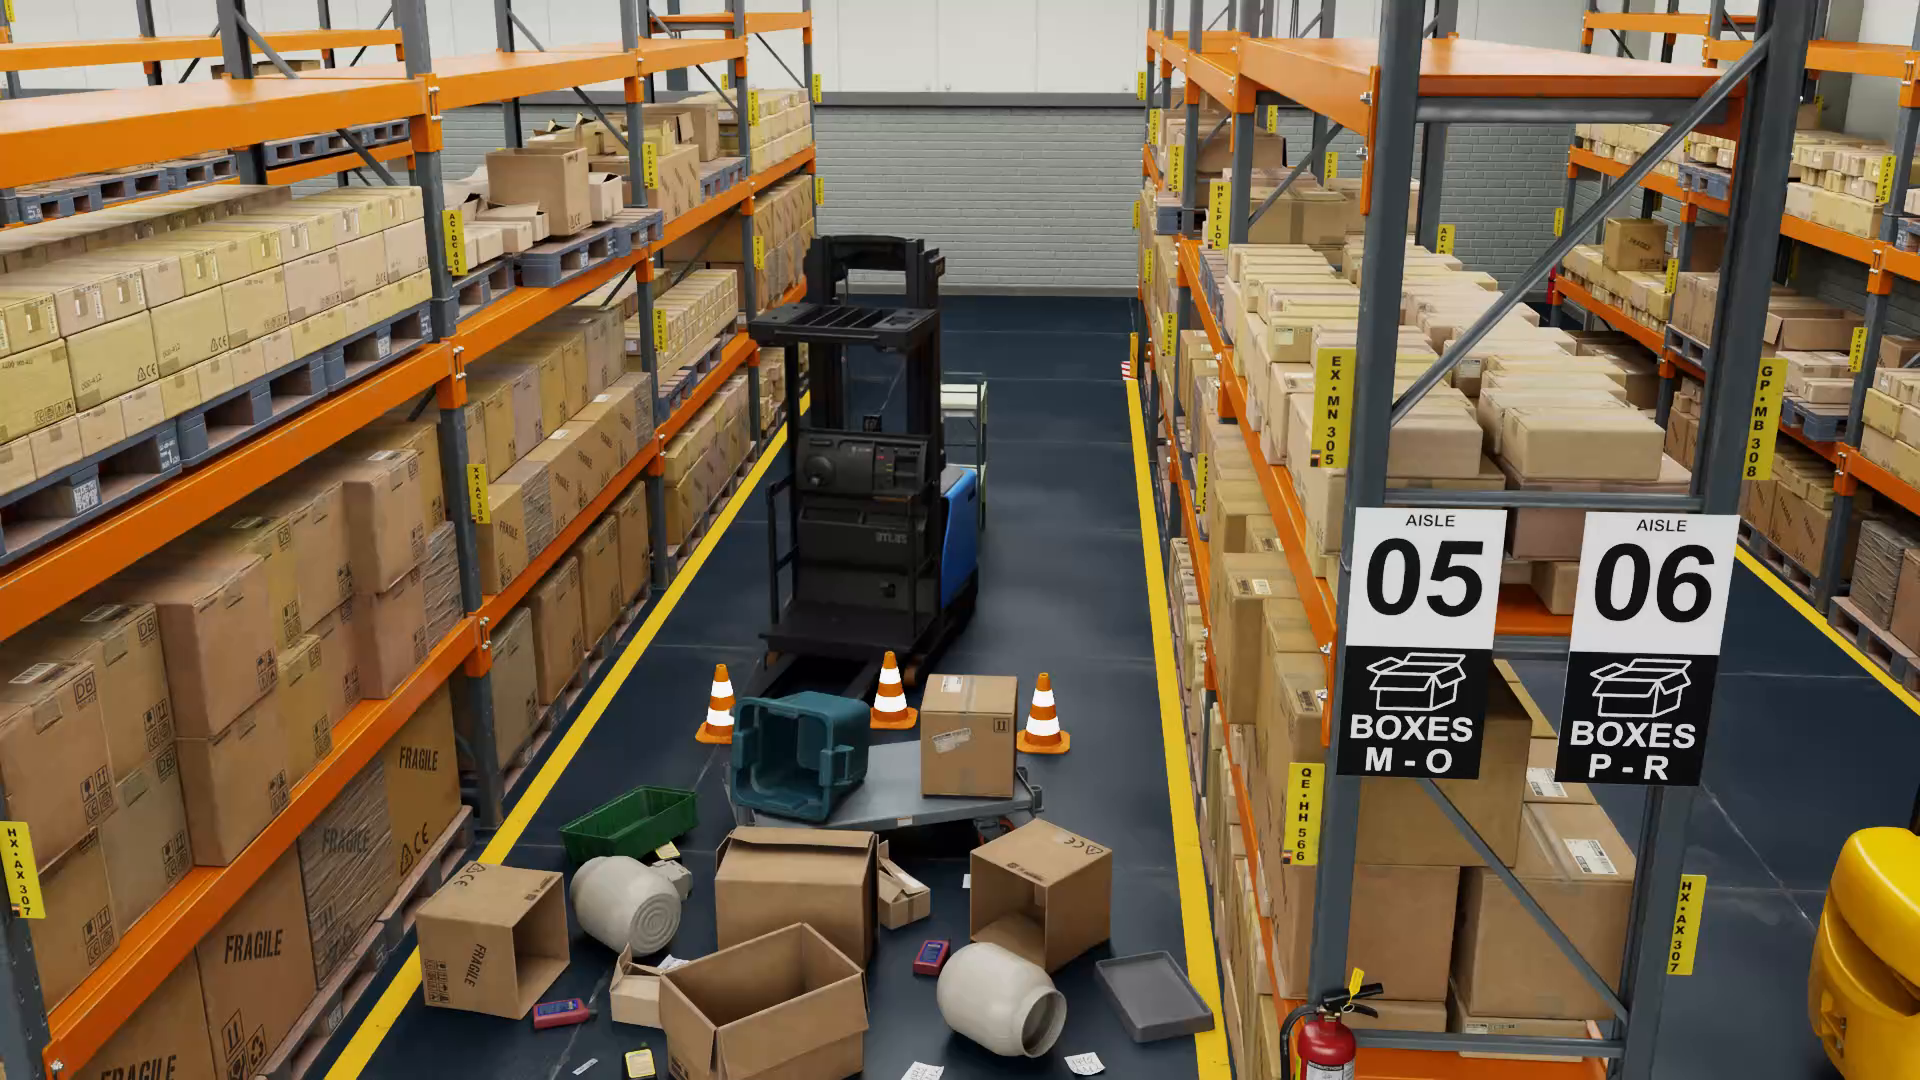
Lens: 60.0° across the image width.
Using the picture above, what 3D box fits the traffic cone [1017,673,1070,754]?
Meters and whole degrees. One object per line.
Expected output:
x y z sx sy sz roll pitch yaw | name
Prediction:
0.526 1.061 10.442 0.336 0.463 0.334 1 18 4 | traffic cone

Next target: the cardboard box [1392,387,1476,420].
1.333 -0.362 5.015 0.380 0.149 0.250 2 18 5 | cardboard box

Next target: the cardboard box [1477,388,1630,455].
1.778 -0.355 4.996 0.380 0.149 0.250 1 18 4 | cardboard box

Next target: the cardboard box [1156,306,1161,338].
2.022 -1.930 14.934 0.500 0.250 0.500 2 18 5 | cardboard box

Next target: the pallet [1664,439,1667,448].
7.408 -0.991 17.110 1.003 0.211 1.213 1 18 4 | pallet

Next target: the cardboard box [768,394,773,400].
-2.238 -1.484 18.038 0.380 0.149 0.250 1 18 3 | cardboard box

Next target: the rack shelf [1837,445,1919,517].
6.928 0.102 10.449 1.077 0.370 4.000 1 18 4 | rack shelf

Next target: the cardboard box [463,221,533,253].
-2.752 -1.790 9.819 0.380 0.149 0.250 1 18 4 | cardboard box

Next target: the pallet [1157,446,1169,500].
2.426 -0.646 16.057 1.003 0.211 1.213 1 18 4 | pallet

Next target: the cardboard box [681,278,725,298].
-2.411 -2.362 15.588 0.380 0.149 0.250 1 18 2 | cardboard box

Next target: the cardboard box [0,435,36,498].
-3.054 -0.217 5.021 0.380 0.149 0.250 1 18 4 | cardboard box

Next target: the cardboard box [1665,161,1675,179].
7.110 -3.603 16.189 0.380 0.149 0.250 1 18 4 | cardboard box

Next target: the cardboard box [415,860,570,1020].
-2.199 1.884 7.865 0.500 0.500 0.500 4 19 13 | cardboard box

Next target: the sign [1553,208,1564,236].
7.103 -3.769 19.718 0.100 0.325 0.005 1 18 4 | sign

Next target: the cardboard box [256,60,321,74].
-7.346 -5.126 18.231 0.500 0.250 0.500 1 18 2 | cardboard box

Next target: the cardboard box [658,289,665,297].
-3.042 -2.321 15.940 0.380 0.149 0.250 1 18 3 | cardboard box

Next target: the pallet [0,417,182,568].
-3.355 -0.179 5.477 1.003 0.211 1.213 1 18 4 | pallet

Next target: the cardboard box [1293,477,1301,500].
1.386 -0.224 5.877 0.380 0.149 0.250 1 18 3 | cardboard box

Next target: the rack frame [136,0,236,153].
-7.478 -5.285 16.100 1.000 3.000 0.127 1 18 4 | rack frame

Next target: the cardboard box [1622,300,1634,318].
7.156 -2.412 17.370 0.380 0.149 0.250 1 18 3 | cardboard box

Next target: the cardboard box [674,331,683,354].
-2.539 -1.662 13.930 0.380 0.149 0.250 1 18 4 | cardboard box

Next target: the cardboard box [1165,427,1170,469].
2.442 -1.208 16.031 0.875 0.875 0.875 2 18 6 | cardboard box

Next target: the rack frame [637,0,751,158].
-2.538 -5.143 15.666 1.000 3.000 0.127 1 18 4 | rack frame

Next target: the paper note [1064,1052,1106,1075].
0.552 2.306 7.335 0.142 0.019 0.148 -5 19 -15 | paper note

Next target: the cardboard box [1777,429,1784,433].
7.036 -0.911 14.683 0.380 0.149 0.250 2 18 6 | cardboard box

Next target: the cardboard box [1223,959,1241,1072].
1.413 2.041 7.119 0.500 0.250 0.500 1 18 2 | cardboard box

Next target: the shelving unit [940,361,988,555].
0.000 -0.711 14.183 0.431 1.500 0.755 1 18 4 | shelving unit

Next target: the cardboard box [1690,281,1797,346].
7.063 -2.044 15.009 0.700 0.500 0.500 1 18 5 | cardboard box

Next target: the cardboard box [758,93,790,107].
-2.104 -4.890 18.509 0.380 0.149 0.250 1 18 3 | cardboard box

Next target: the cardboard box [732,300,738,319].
-2.369 -2.244 16.184 0.380 0.149 0.250 1 18 3 | cardboard box

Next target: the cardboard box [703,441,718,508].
-2.455 -0.591 14.750 0.500 0.500 0.500 1 18 3 | cardboard box

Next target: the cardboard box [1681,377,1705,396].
7.127 -1.458 15.875 0.380 0.149 0.250 1 18 3 | cardboard box

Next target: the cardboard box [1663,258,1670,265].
7.798 -2.953 18.381 0.500 0.250 0.500 2 18 6 | cardboard box

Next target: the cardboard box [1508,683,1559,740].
1.926 0.865 6.327 0.500 0.500 0.500 1 18 3 | cardboard box

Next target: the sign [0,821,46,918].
-2.845 1.000 5.036 0.100 0.325 0.005 1 18 4 | sign

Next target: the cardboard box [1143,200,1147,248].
2.316 -3.514 18.565 0.500 0.500 0.500 1 18 3 | cardboard box

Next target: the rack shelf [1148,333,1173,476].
2.263 -1.250 14.575 1.077 0.370 4.000 1 18 4 | rack shelf

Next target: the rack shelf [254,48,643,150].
-2.968 -2.747 10.154 1.077 0.370 4.000 1 18 4 | rack shelf

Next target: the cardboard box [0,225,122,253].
-3.586 -1.161 6.621 0.380 0.149 0.250 1 18 4 | cardboard box

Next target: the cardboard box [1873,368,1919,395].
6.754 -1.124 11.834 0.380 0.149 0.250 2 18 6 | cardboard box

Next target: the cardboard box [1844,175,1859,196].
6.939 -2.681 12.571 0.380 0.149 0.250 2 18 5 | cardboard box

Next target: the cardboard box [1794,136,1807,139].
6.875 -3.313 13.990 0.380 0.149 0.250 1 18 4 | cardboard box

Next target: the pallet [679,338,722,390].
-2.724 -1.574 14.718 1.003 0.211 1.213 1 18 4 | pallet

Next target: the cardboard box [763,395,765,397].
-2.264 -1.464 17.500 0.380 0.149 0.250 1 18 4 | cardboard box

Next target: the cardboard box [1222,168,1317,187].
1.799 -2.020 9.716 0.500 0.250 0.500 2 18 5 | cardboard box

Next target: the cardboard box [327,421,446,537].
-3.172 -0.278 8.479 0.875 0.550 0.550 1 18 4 | cardboard box

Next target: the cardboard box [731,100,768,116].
-2.199 -4.482 17.263 0.380 0.149 0.250 1 18 2 | cardboard box

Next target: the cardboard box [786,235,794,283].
-2.142 -3.106 18.445 0.500 0.500 0.500 2 18 7 | cardboard box

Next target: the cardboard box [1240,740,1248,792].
1.399 0.958 7.086 0.380 0.149 0.250 1 18 4 | cardboard box

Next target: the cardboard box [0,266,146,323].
-3.001 -0.829 5.608 0.380 0.149 0.250 1 18 4 | cardboard box

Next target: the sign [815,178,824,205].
-1.699 -4.216 20.106 0.100 0.325 0.005 1 18 4 | sign

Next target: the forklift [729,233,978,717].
-0.733 -0.517 11.294 1.130 2.935 3.031 5 19 14 | forklift

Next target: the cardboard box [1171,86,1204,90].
2.399 -4.552 17.686 0.500 0.500 0.500 2 18 5 | cardboard box

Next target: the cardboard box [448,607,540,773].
-3.157 0.867 9.897 1.050 0.750 0.750 1 18 4 | cardboard box

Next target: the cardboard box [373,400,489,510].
-3.082 -0.484 9.317 0.700 0.500 0.500 1 18 3 | cardboard box

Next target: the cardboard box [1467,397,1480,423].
1.894 -0.288 5.430 0.500 0.250 0.500 1 18 3 | cardboard box

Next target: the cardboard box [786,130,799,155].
-2.098 -4.429 18.546 0.500 0.250 0.500 2 18 6 | cardboard box
